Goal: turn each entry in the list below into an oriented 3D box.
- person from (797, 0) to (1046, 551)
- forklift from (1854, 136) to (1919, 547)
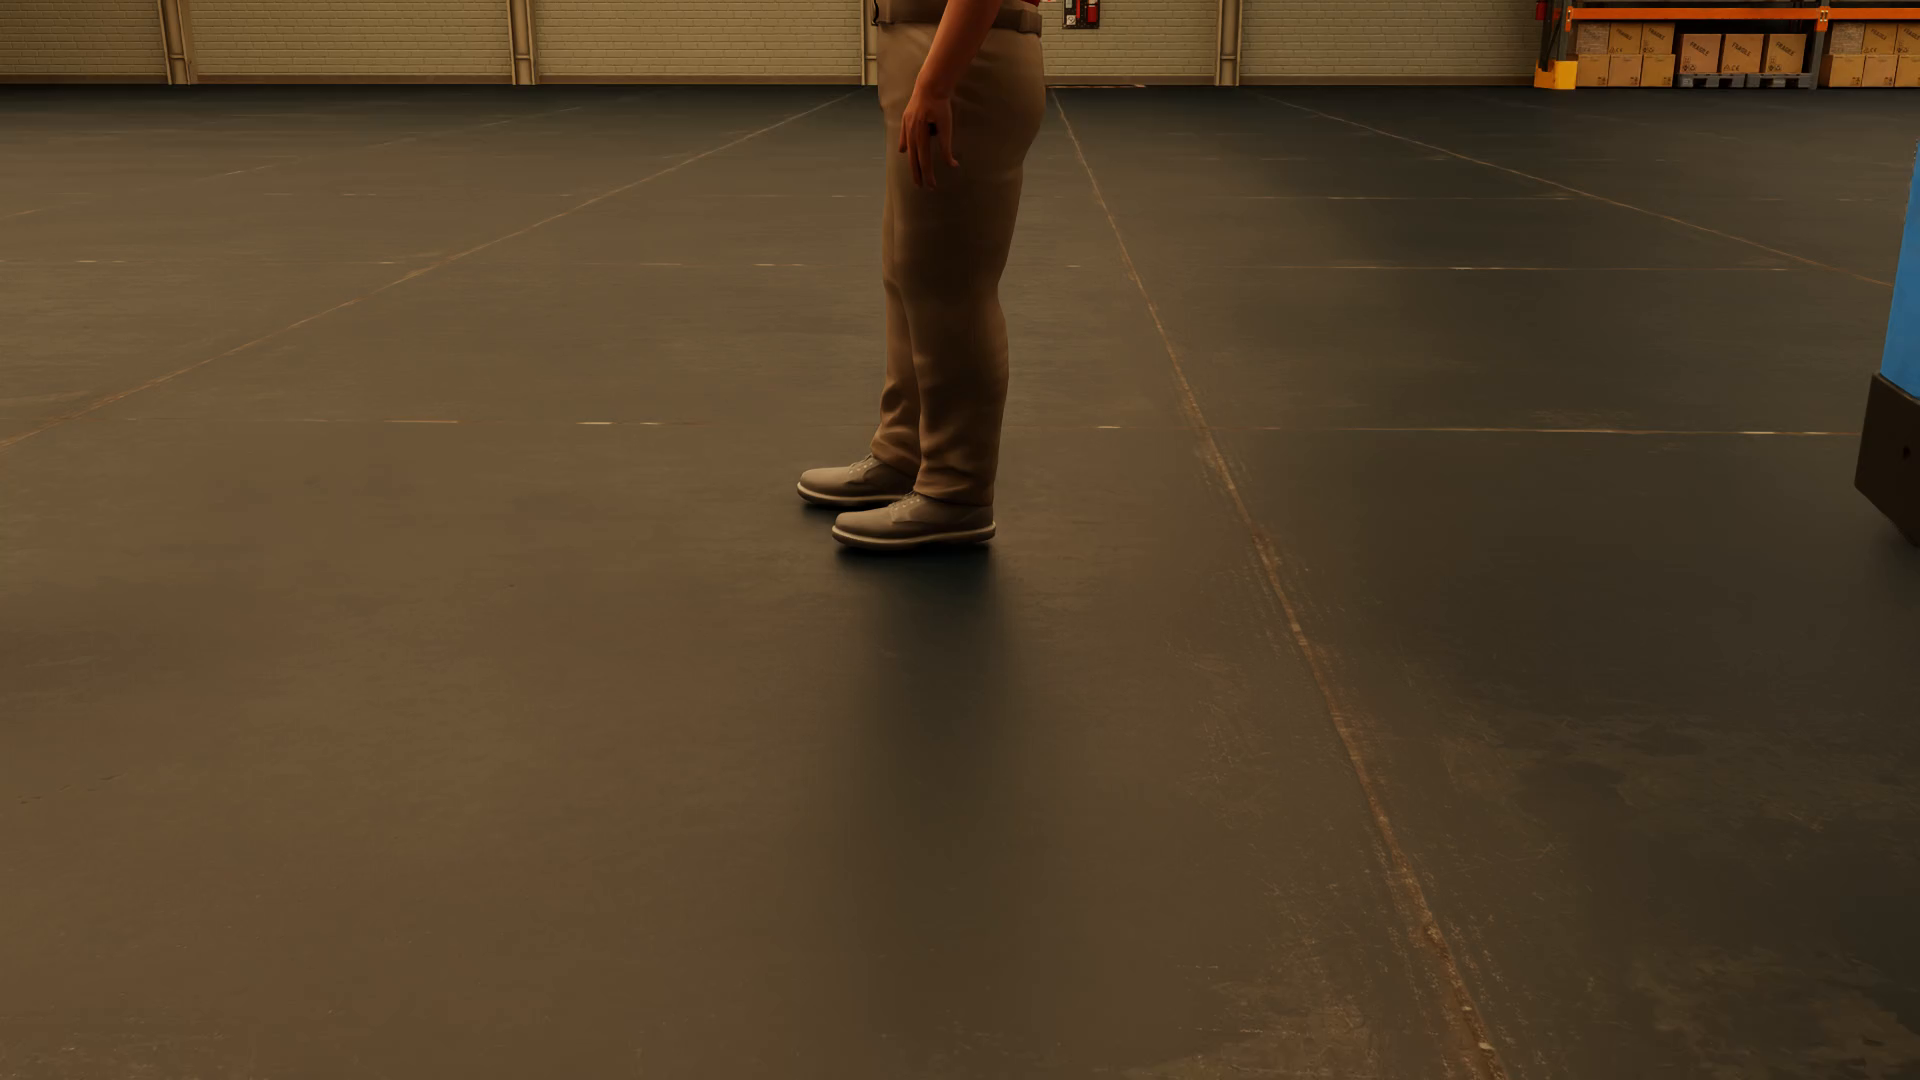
[{"bbox_3d":[-0.090,-0.838,3.127,0.550,1.728,0.641,1,17,2],"label":"person"},{"bbox_3d":[3.259,-1.219,2.356,3.031,2.935,1.130,4,18,12],"label":"forklift"}]
